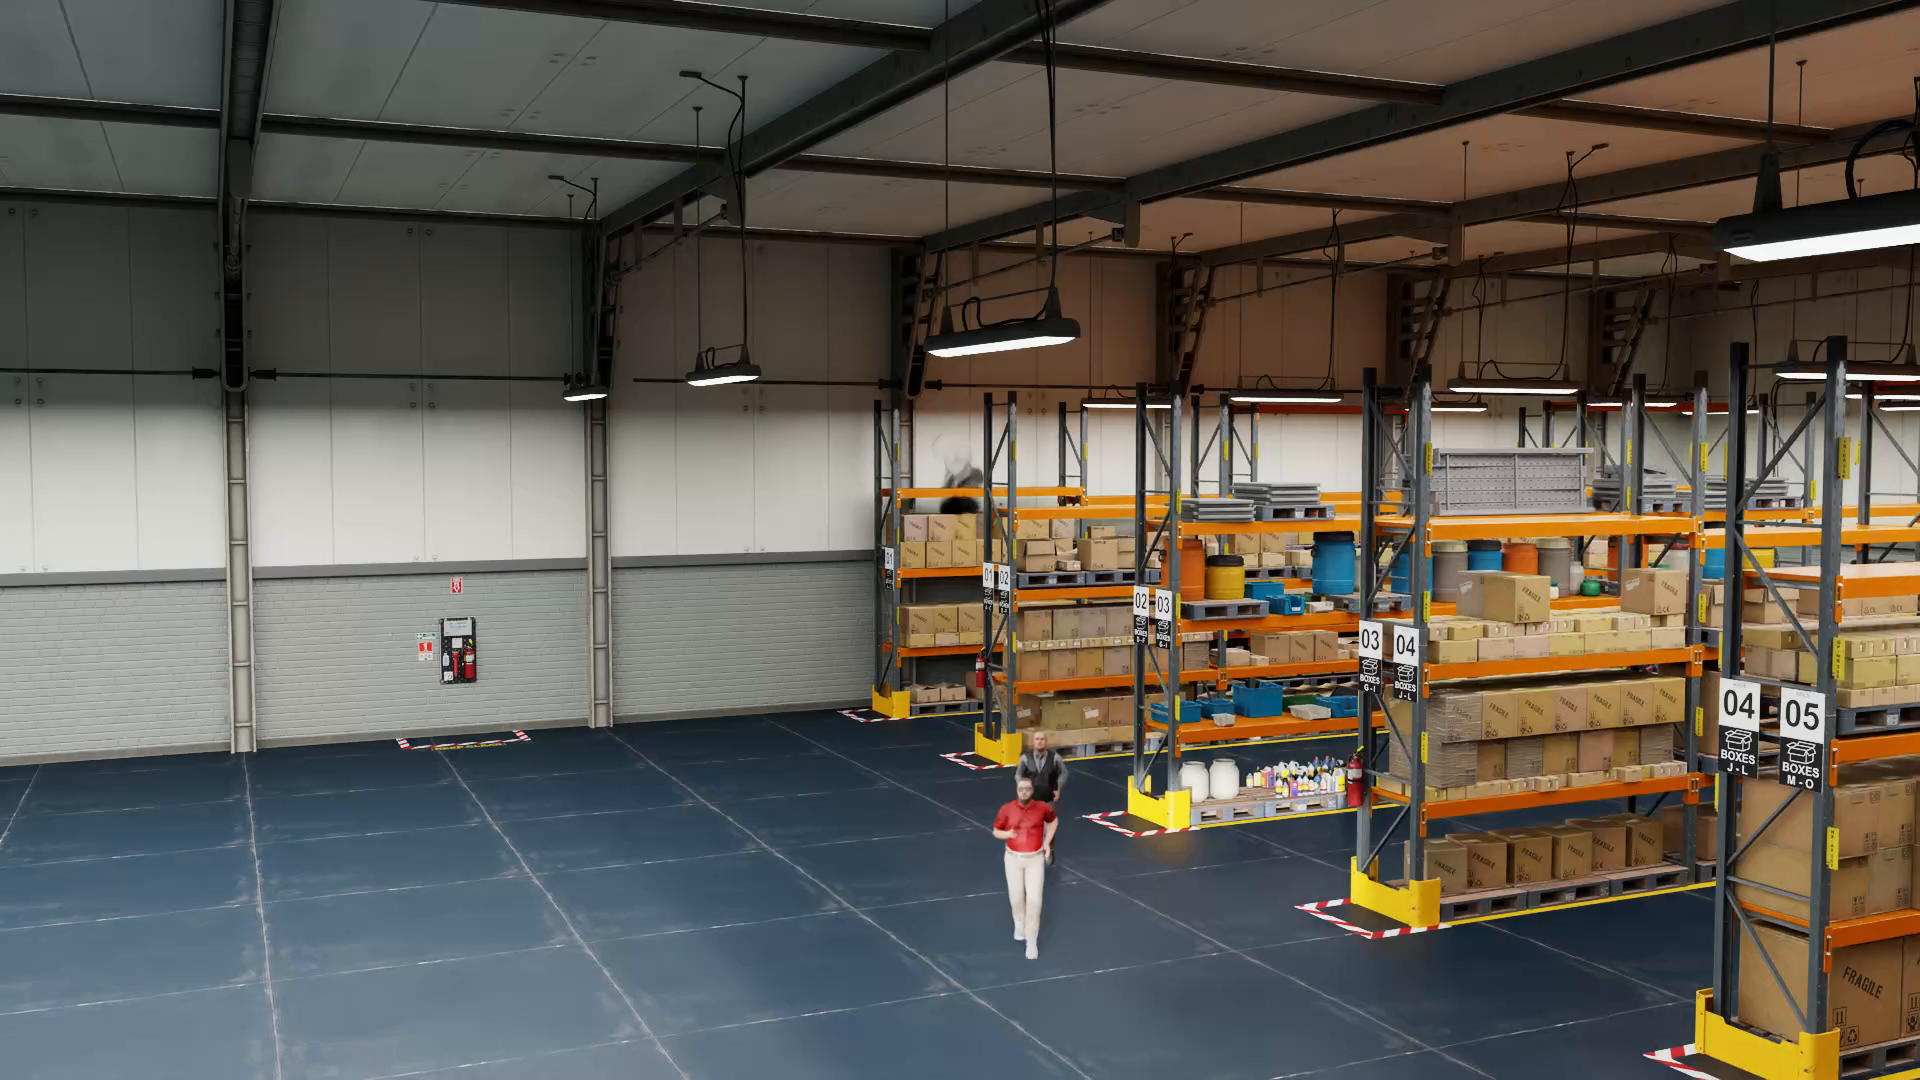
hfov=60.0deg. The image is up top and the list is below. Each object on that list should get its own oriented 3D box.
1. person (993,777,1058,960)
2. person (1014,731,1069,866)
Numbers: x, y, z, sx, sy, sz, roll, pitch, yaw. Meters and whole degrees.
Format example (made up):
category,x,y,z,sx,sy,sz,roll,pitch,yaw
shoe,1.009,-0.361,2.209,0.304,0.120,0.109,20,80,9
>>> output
category,x,y,z,sx,sy,sz,roll,pitch,yaw
person,0.651,3.313,16.960,0.627,1.789,0.768,0,3,7
person,0.968,3.152,20.004,0.651,1.675,0.565,0,3,7
